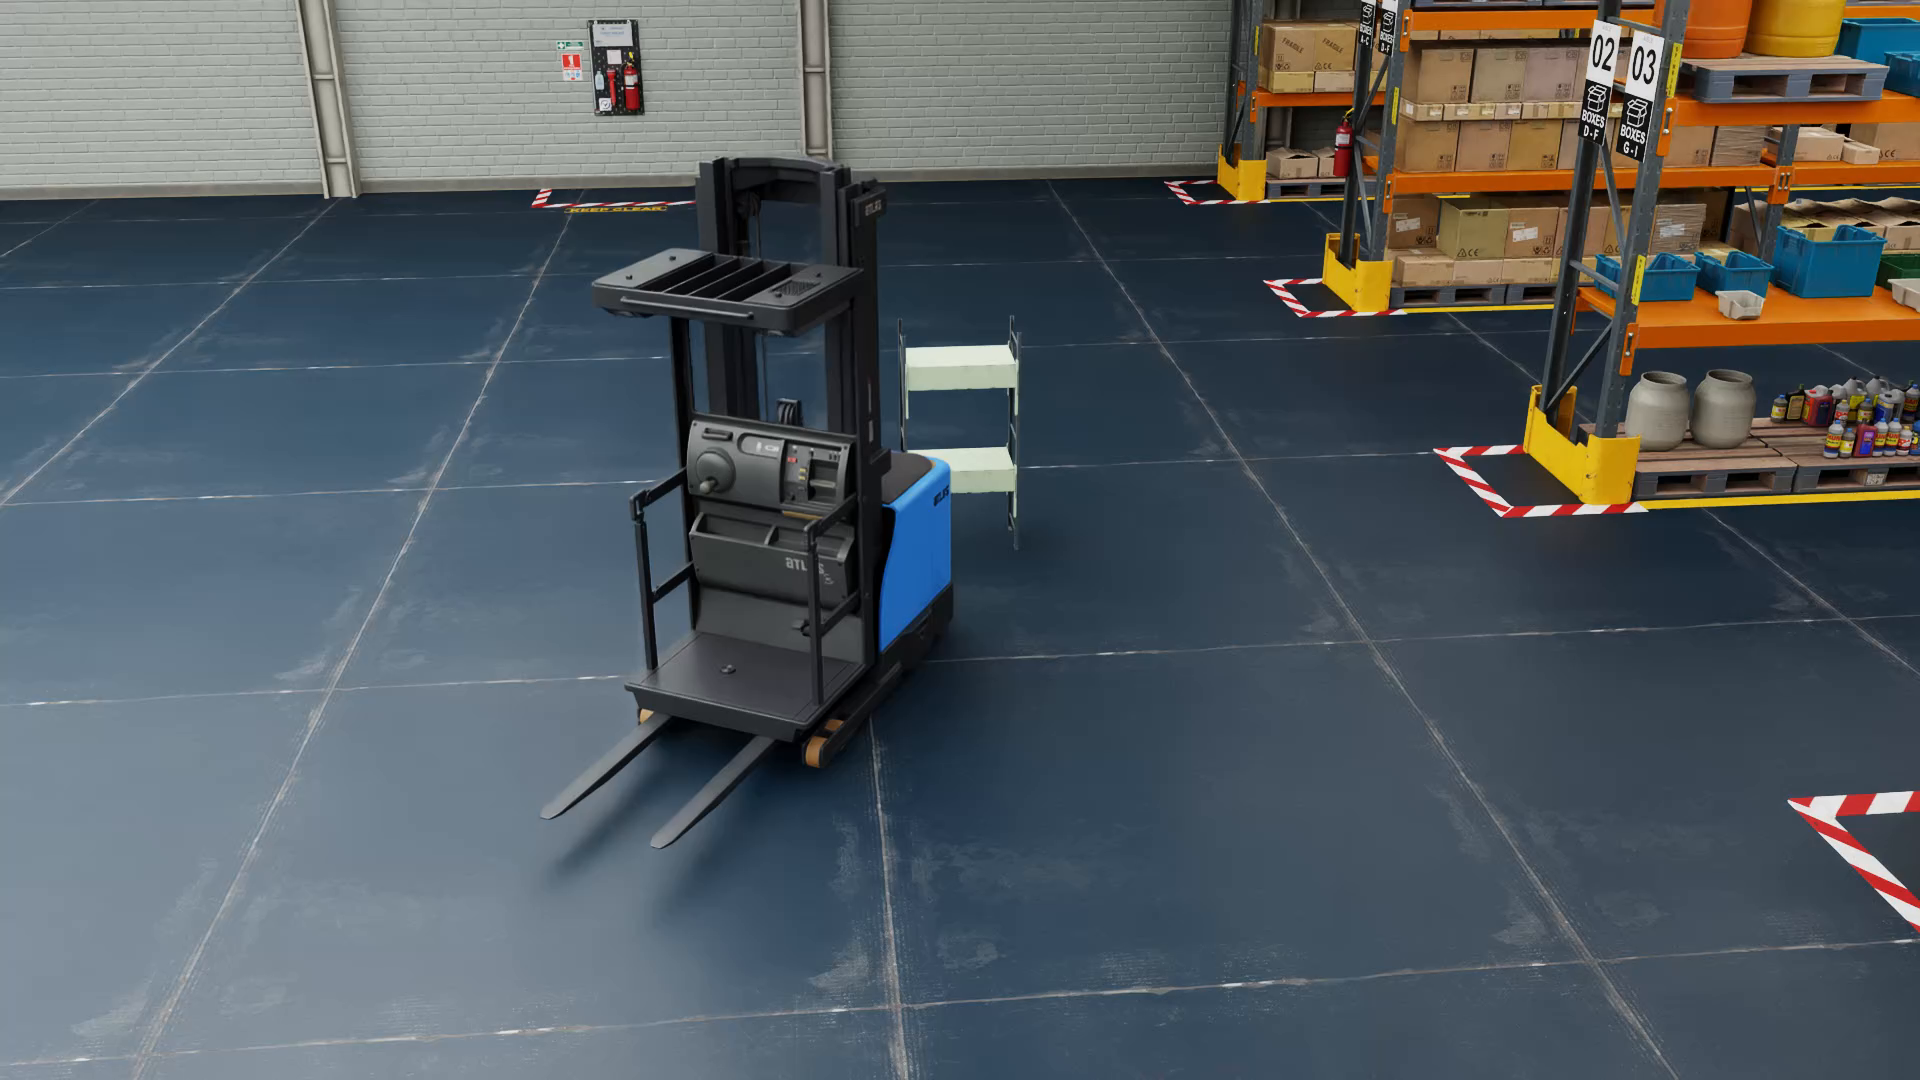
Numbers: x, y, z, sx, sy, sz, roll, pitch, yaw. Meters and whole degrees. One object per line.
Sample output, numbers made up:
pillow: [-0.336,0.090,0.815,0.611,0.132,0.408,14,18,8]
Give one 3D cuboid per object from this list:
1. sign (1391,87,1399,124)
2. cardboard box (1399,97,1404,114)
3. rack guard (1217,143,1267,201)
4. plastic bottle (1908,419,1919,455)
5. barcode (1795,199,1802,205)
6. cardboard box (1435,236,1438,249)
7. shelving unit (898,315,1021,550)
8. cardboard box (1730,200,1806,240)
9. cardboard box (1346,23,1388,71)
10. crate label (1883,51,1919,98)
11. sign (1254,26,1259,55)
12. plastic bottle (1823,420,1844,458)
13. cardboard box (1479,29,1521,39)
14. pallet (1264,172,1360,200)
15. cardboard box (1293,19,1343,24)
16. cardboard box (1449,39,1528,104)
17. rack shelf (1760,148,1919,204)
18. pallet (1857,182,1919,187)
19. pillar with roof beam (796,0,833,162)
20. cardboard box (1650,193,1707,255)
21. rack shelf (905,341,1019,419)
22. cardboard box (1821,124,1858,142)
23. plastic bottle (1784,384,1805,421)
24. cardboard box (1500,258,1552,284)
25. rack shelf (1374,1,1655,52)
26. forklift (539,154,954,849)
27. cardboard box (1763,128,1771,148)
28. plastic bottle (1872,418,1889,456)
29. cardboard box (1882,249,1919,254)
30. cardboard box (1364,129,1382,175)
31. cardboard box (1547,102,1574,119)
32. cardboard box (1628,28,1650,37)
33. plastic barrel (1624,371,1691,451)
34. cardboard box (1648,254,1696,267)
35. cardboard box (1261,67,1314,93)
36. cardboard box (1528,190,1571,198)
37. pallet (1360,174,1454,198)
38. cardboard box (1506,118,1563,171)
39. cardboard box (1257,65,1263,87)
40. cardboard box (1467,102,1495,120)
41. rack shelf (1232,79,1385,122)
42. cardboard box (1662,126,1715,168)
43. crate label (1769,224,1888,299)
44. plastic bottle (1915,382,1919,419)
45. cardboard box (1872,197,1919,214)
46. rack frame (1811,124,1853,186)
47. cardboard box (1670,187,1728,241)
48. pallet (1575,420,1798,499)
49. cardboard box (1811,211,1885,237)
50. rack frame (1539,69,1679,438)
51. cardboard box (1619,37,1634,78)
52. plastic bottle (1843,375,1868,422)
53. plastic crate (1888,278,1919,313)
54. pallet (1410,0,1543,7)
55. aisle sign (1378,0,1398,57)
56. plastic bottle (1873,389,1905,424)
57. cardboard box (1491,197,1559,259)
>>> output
sign: [4.055,-4.045,15.495,0.005,0.325,0.100,-2,24,-5]
cardboard box: [4.368,-4.272,16.248,0.250,0.149,0.380,-3,24,-6]
rack guard: [3.591,-4.701,21.211,0.348,0.500,1.175,-2,24,-5]
plastic bottle: [6.967,-0.762,12.089,0.097,0.271,0.097,0,24,0]
barcode: [8.282,-3.337,16.419,0.075,0.075,0.001,-2,24,-5]
cardboard box: [5.007,-2.939,17.038,0.500,0.250,0.500,-2,24,-5]
shelving unit: [-0.007,-0.685,10.945,0.755,1.500,0.431,-2,24,-5]
cardboard box: [8.362,-3.322,17.208,0.500,0.311,0.500,-2,24,-5]
cardboard box: [5.028,-6.055,20.416,0.500,0.500,0.500,-3,24,-7]
crate label: [6.385,-3.080,10.976,0.408,0.251,0.502,-2,24,-5]
sign: [3.569,-6.016,20.027,0.005,0.325,0.100,-2,24,-5]
plastic bottle: [6.324,-0.737,12.031,0.097,0.271,0.097,0,24,0]
cardboard box: [6.560,-6.117,20.556,0.500,0.500,0.500,-2,24,-5]
pallet: [4.403,-4.587,21.310,1.213,0.211,1.003,-2,24,-5]
cardboard box: [4.466,-6.244,20.842,0.500,0.500,0.500,-2,24,-4]
cardboard box: [5.048,-4.515,15.995,0.500,0.500,0.700,-3,24,-7]
rack shelf: [9.977,-3.749,16.877,4.000,0.370,1.077,-2,24,-5]
pallet: [12.269,-4.886,21.984,1.213,0.211,1.003,-2,24,-5]
pillar with roof beam: [-1.420,-6.980,15.874,0.400,9.000,9.100,-2,24,-5]
cardboard box: [7.048,-3.154,16.597,0.500,0.500,0.500,-2,24,-5]
rack shelf: [-0.007,-1.042,10.786,0.720,0.370,0.431,-2,24,-5]
cardboard box: [8.844,-4.046,16.825,0.258,0.266,0.396,-3,24,-6]
plastic bottle: [6.389,-1.058,12.740,0.133,0.283,0.061,-2,24,-4]
cardboard box: [5.557,-2.746,16.604,0.500,0.250,0.500,-2,24,-5]
rack shelf: [5.997,-4.960,15.908,4.000,0.370,1.077,-2,24,-5]
forklift: [-1.078,-0.354,8.437,1.130,2.935,3.031,10,26,21]
cardboard box: [10.242,-5.195,21.781,0.500,0.500,0.700,-2,24,-5]
plastic bottle: [6.666,-0.750,12.062,0.097,0.271,0.097,0,24,0]
cardboard box: [9.437,-2.891,16.929,0.500,0.250,0.500,-3,24,-7]
cardboard box: [5.515,-4.922,21.167,0.500,0.500,0.700,-4,24,-8]
cardboard box: [5.700,-4.161,15.997,0.250,0.149,0.380,-3,24,-6]
cardboard box: [8.563,-6.273,21.004,0.500,0.500,0.700,0,24,0]
plastic barrel: [5.137,-0.948,12.236,0.421,0.512,0.421,0,24,0]
cardboard box: [7.048,-2.810,16.748,0.500,0.250,0.500,-2,24,-5]
cardboard box: [4.033,-5.672,20.478,0.500,0.250,0.500,-3,24,-7]
cardboard box: [6.002,-3.323,16.979,0.500,0.500,0.500,-2,24,-5]
pallet: [5.615,-4.635,21.417,1.213,0.211,1.003,-2,24,-5]
cardboard box: [5.489,-3.938,16.293,0.500,0.500,0.700,-2,24,-5]
cardboard box: [3.962,-5.878,20.941,0.500,0.250,0.500,-2,24,-4]
cardboard box: [4.929,-4.130,15.927,0.250,0.149,0.380,-2,24,-5]
rack shelf: [5.506,-5.591,21.022,4.000,0.370,1.077,-2,24,-5]
cardboard box: [7.022,-4.000,16.432,0.500,0.500,0.700,-3,24,-6]
crate label: [6.295,-2.035,12.091,0.616,0.435,0.502,-2,24,-5]
plastic bottle: [7.438,-1.114,12.783,0.185,0.351,0.144,-3,24,-7]
cardboard box: [9.876,-3.382,17.345,0.500,0.311,0.500,-3,24,-6]
rack frame: [11.477,-6.160,21.415,0.127,3.000,1.000,-2,24,-5]
cardboard box: [7.495,-3.384,17.115,0.500,0.500,0.500,-2,24,-5]
pallet: [5.370,-0.614,12.371,1.213,0.211,1.003,-2,24,-5]
cardboard box: [8.921,-3.123,16.761,0.500,0.311,0.500,-3,24,-6]
rack frame: [4.490,-1.836,11.687,0.127,3.000,1.000,-2,24,-5]
cardboard box: [6.545,-4.576,16.131,0.500,0.500,0.700,-2,24,-5]
plastic bottle: [6.830,-1.090,12.728,0.185,0.351,0.144,-1,24,-3]
plastic crate: [6.879,-1.708,11.724,0.437,0.136,0.530,-2,24,-5]
pallet: [4.713,-5.186,15.641,1.213,0.211,1.003,-2,24,-5]
aisle sign: [3.971,-4.900,15.380,0.004,0.787,0.394,-2,24,-5]
plastic bottle: [7.055,-1.004,12.628,0.135,0.276,0.152,-2,24,-5]
cardboard box: [5.556,-3.094,16.462,0.500,0.500,0.500,-2,24,-5]
